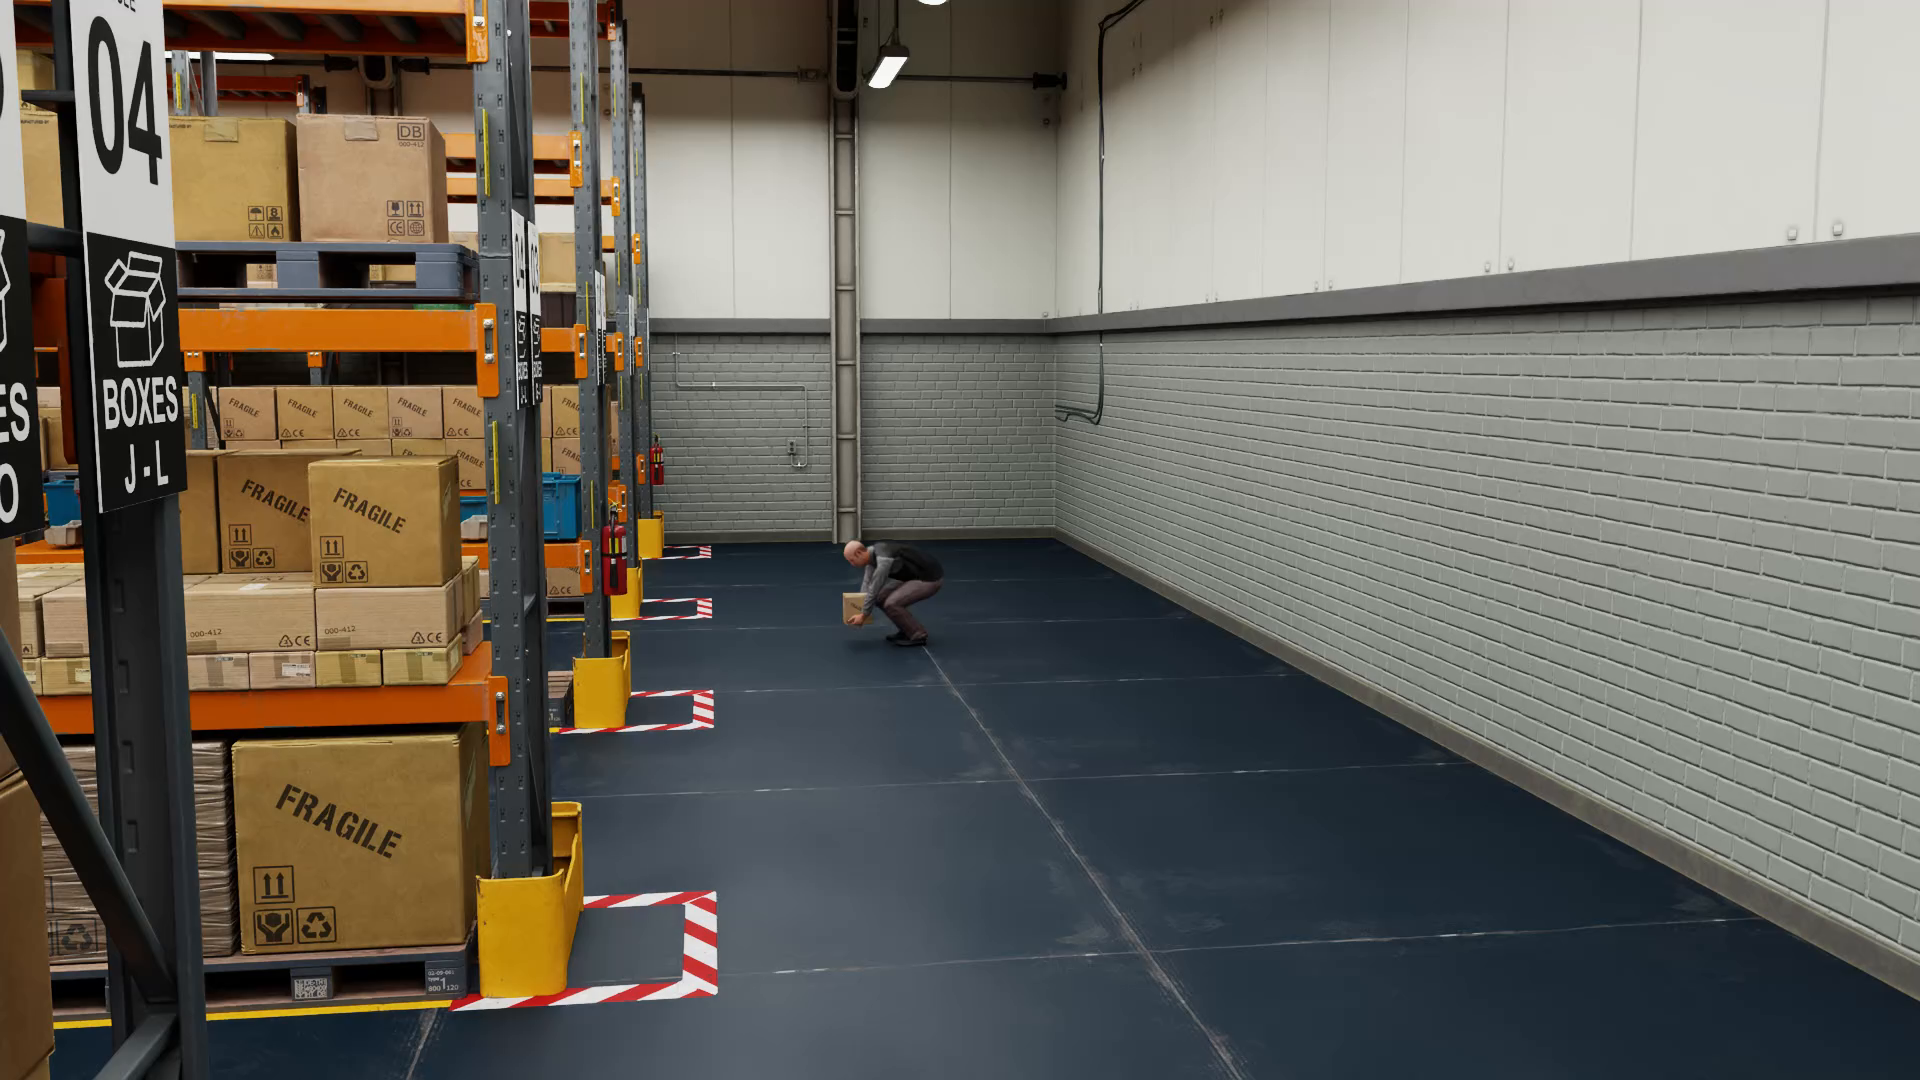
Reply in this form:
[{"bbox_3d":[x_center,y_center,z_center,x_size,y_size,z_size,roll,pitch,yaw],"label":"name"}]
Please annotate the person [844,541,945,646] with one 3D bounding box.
[{"bbox_3d":[-0.597,0.472,15.094,0.916,0.953,0.508,-1,7,-11],"label":"person"}]
